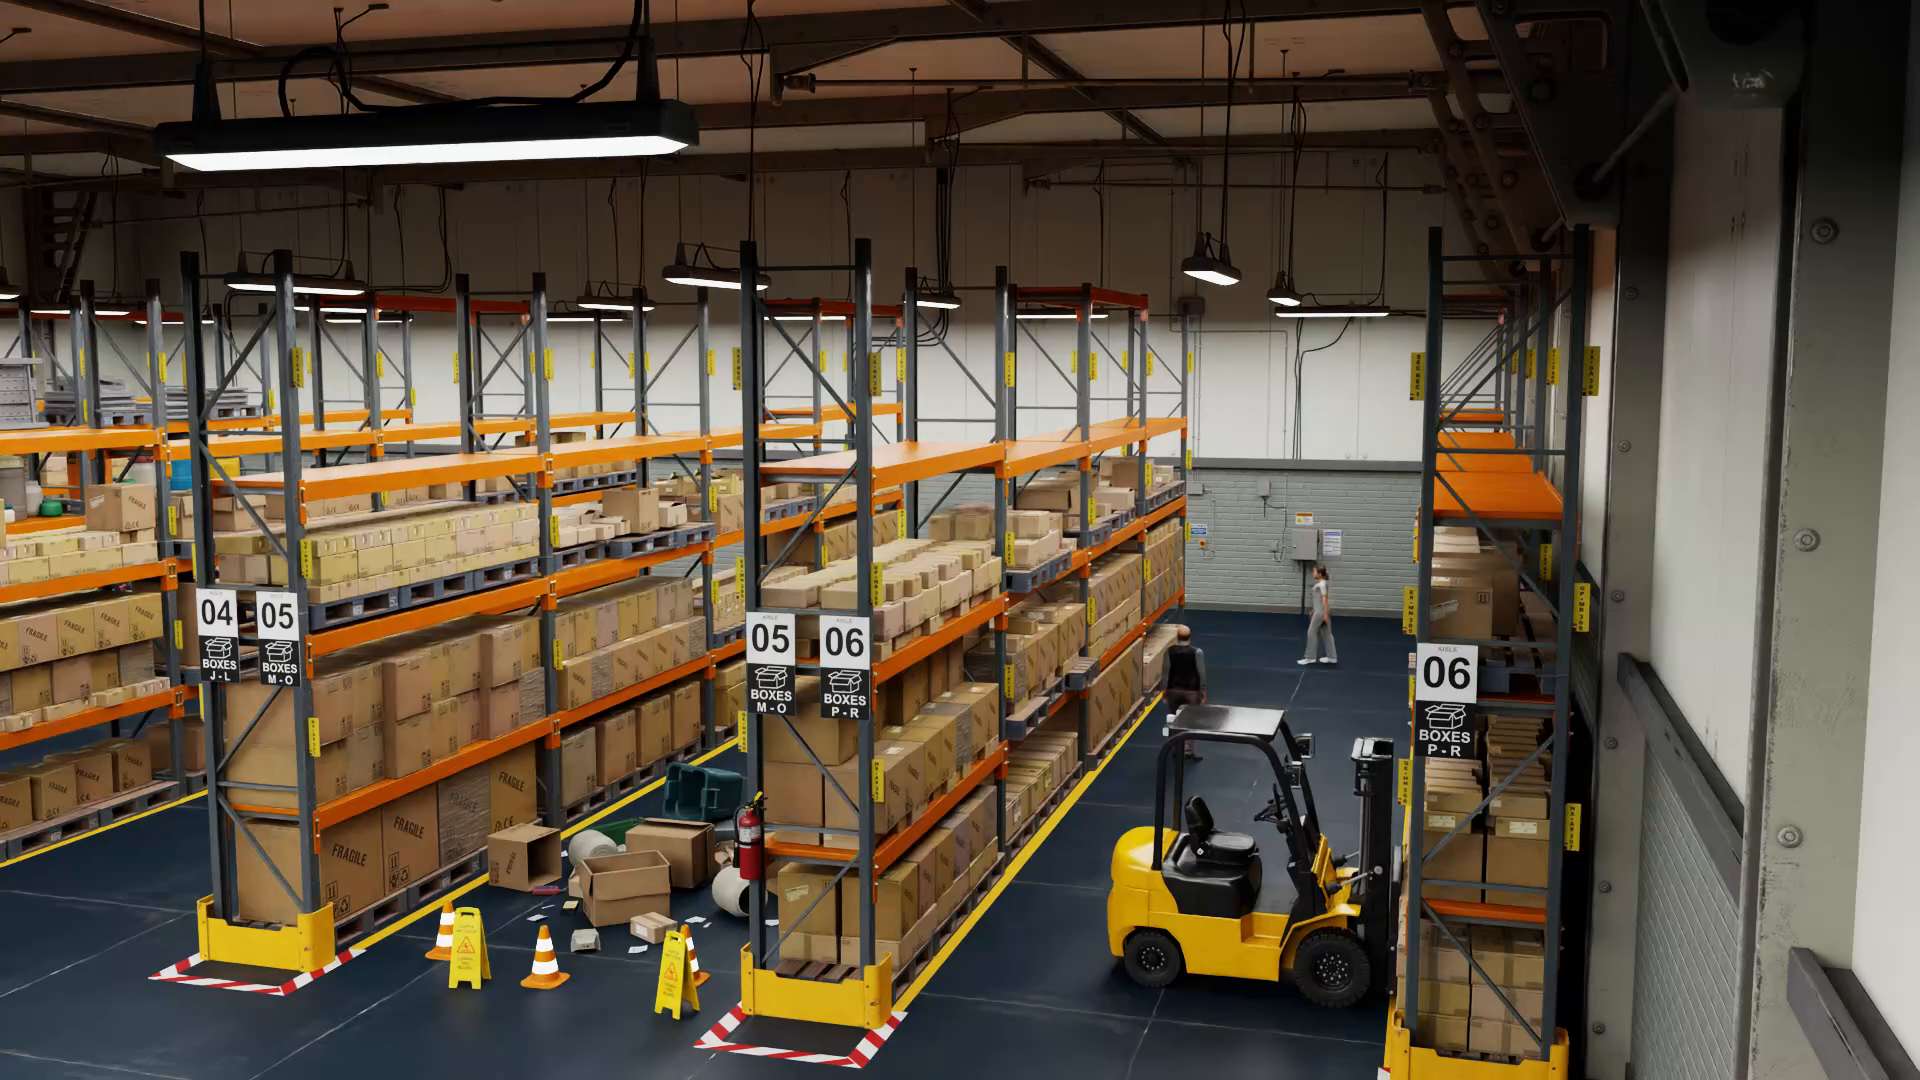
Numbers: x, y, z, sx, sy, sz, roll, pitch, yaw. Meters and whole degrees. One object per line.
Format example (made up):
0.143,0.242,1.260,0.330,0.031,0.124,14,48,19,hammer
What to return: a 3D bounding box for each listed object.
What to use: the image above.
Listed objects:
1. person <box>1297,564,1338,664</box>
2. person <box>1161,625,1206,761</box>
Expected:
5.987,1.241,27.752,0.656,1.683,0.456,2,7,19,person
2.848,1.948,21.199,0.565,1.720,0.500,2,7,20,person
